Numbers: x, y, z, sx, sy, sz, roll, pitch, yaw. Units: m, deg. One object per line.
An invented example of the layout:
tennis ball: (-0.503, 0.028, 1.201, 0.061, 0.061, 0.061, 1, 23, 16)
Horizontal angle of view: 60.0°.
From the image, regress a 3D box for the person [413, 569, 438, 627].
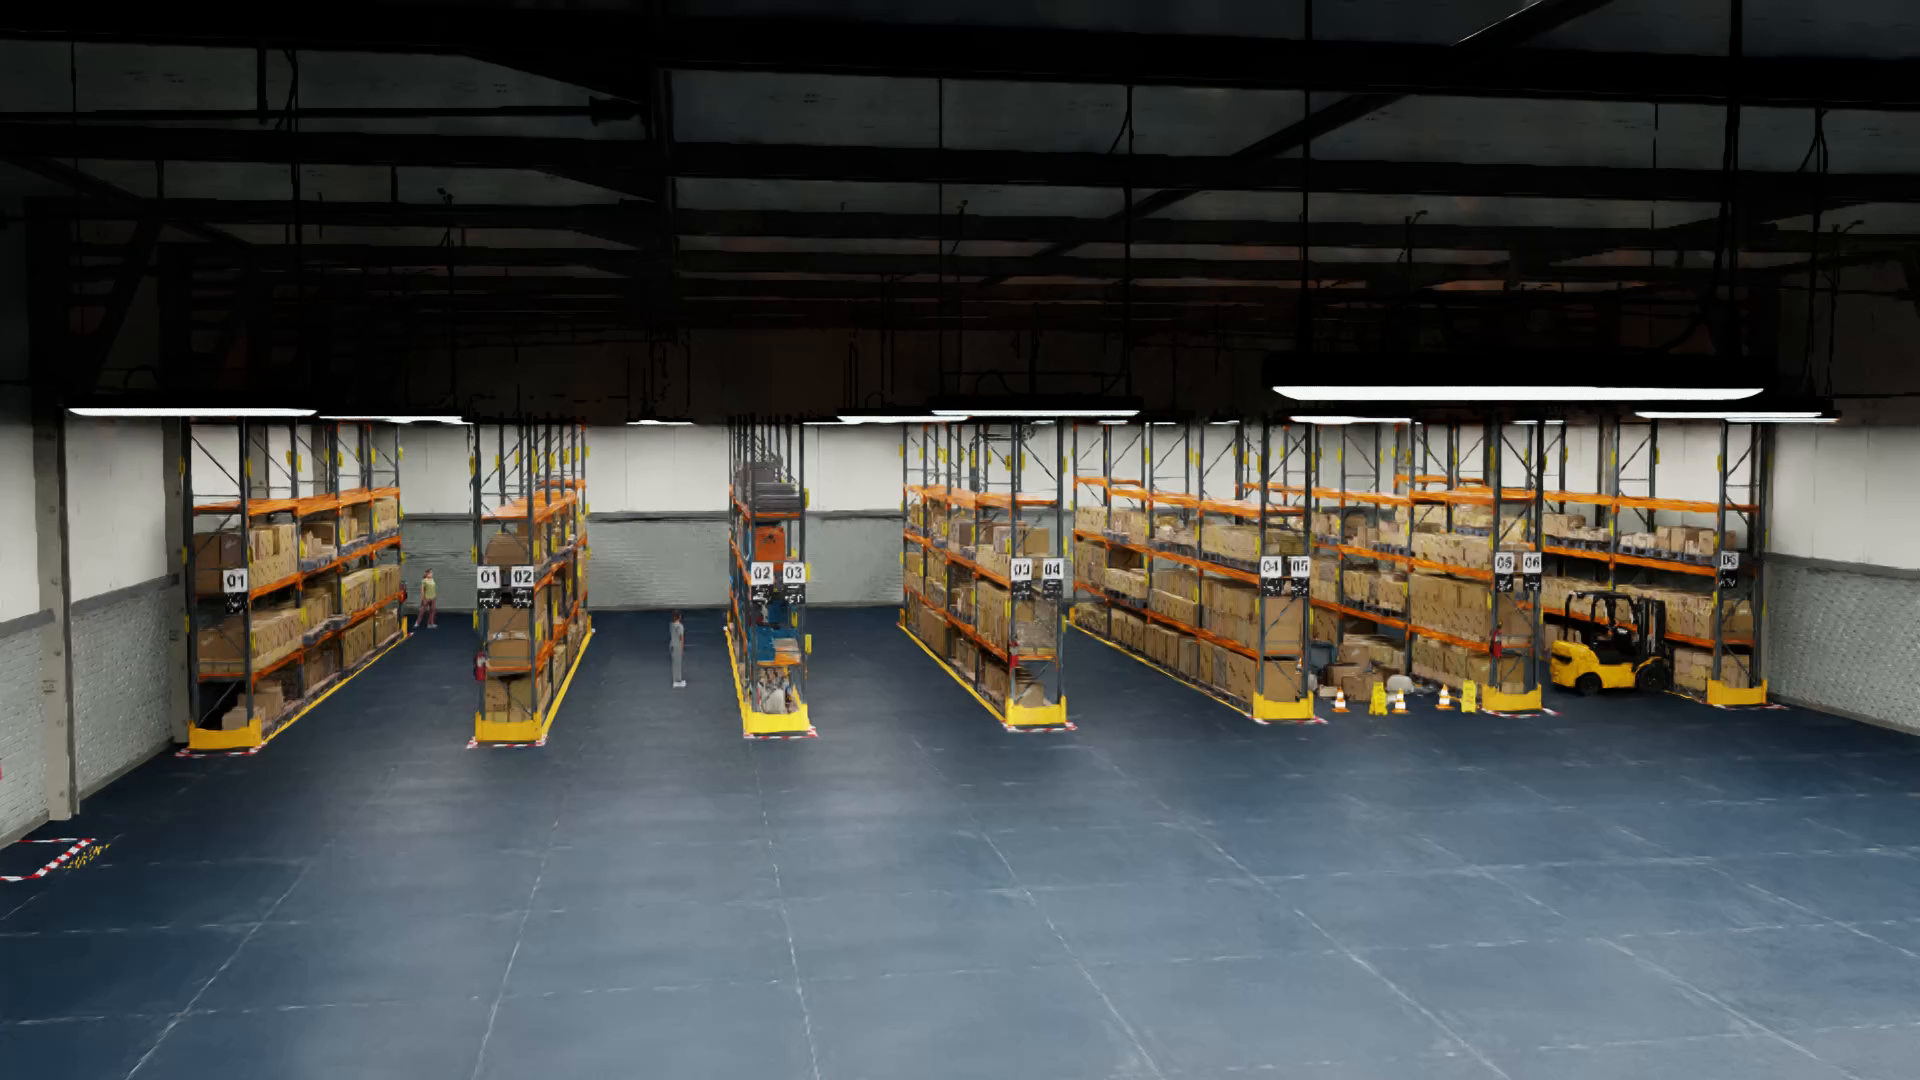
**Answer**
person: (-15.342, 1.661, 47.593, 0.451, 1.668, 0.637, 3, 5, 37)

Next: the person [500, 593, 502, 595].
person: (-12.209, 1.797, 44.972, 0.550, 1.708, 1.128, -1, 4, -11)

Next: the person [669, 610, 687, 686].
person: (-6.212, 2.375, 36.741, 0.440, 1.675, 0.496, -3, 5, -41)
